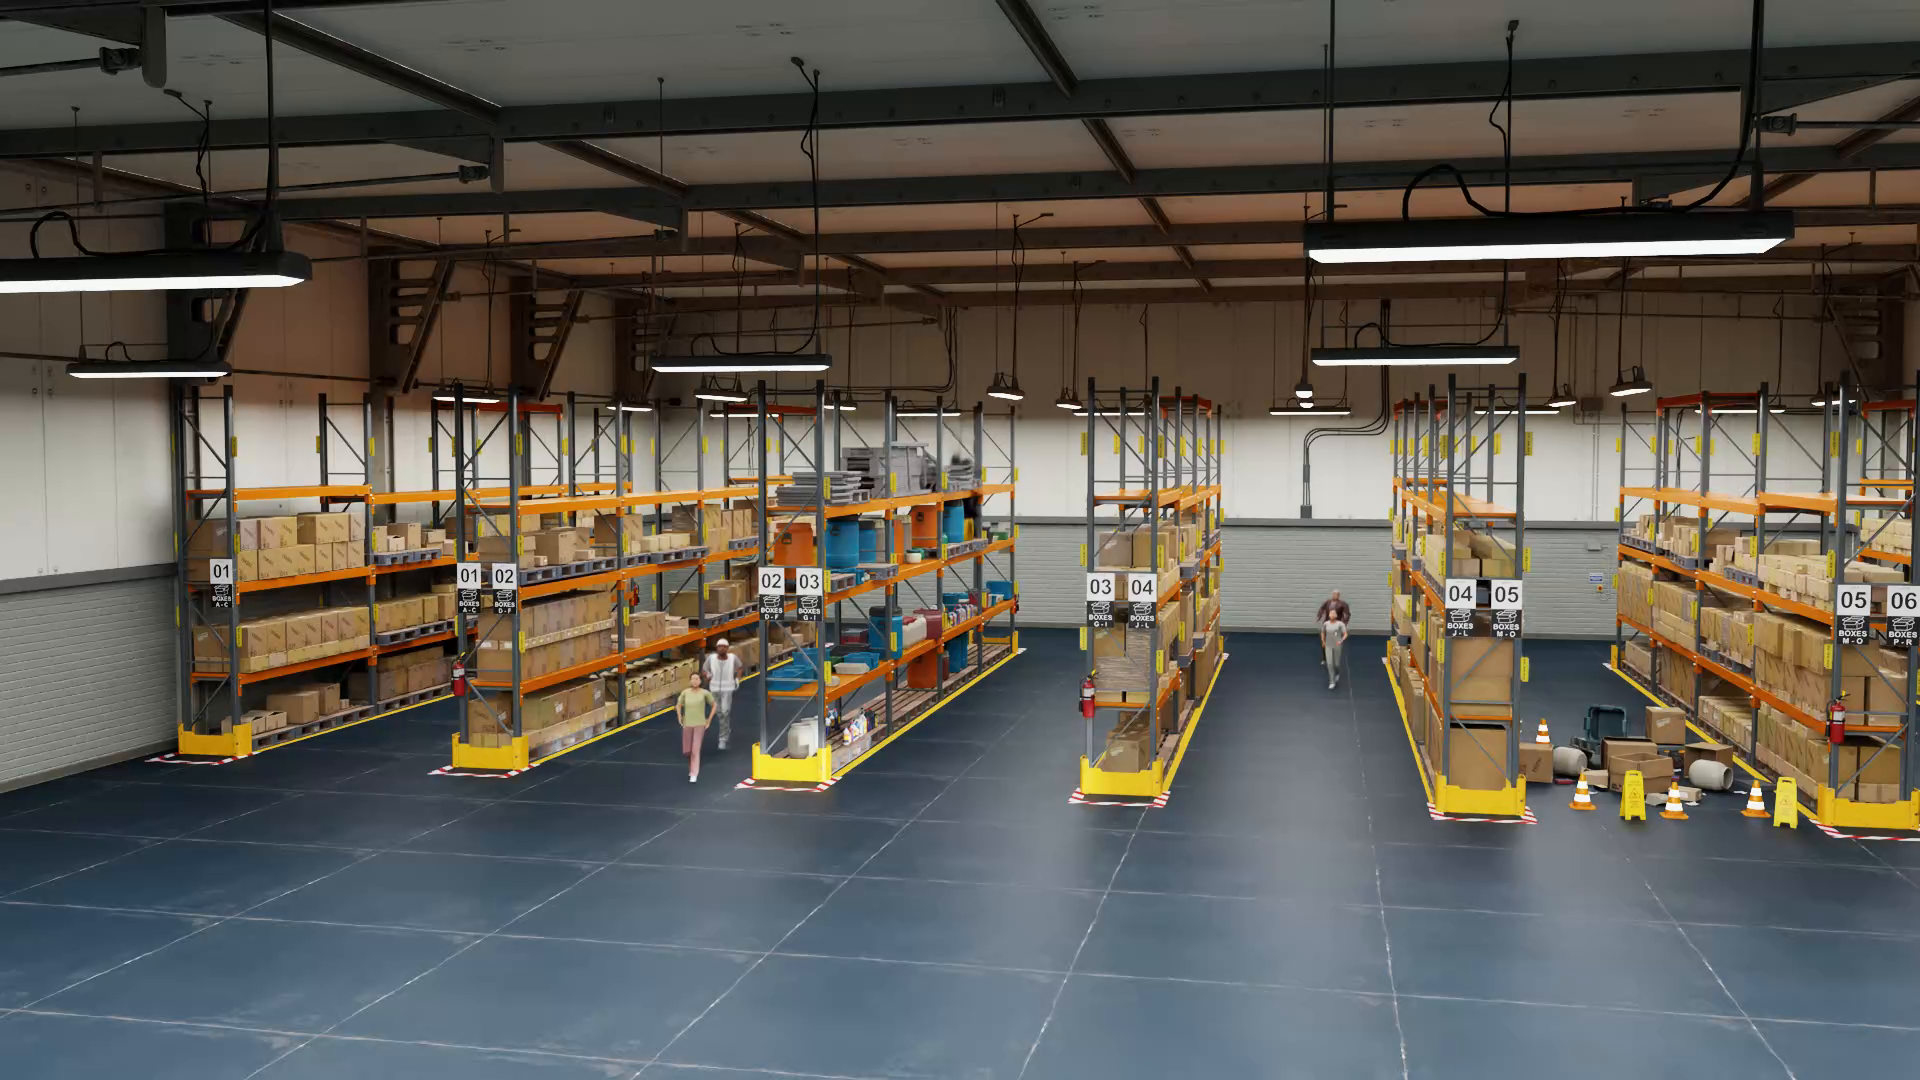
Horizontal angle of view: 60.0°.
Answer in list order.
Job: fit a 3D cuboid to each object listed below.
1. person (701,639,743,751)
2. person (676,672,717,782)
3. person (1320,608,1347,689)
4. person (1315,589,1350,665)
[{"bbox_3d":[-4.000,2.547,27.841,0.655,1.816,0.899,0,3,4],"label":"person"},{"bbox_3d":[-3.982,2.788,24.998,0.611,1.621,0.691,0,3,3],"label":"person"},{"bbox_3d":[7.790,2.246,34.683,0.567,1.649,0.748,1,3,20],"label":"person"},{"bbox_3d":[8.616,1.999,38.364,0.805,1.738,0.836,2,4,29],"label":"person"}]
